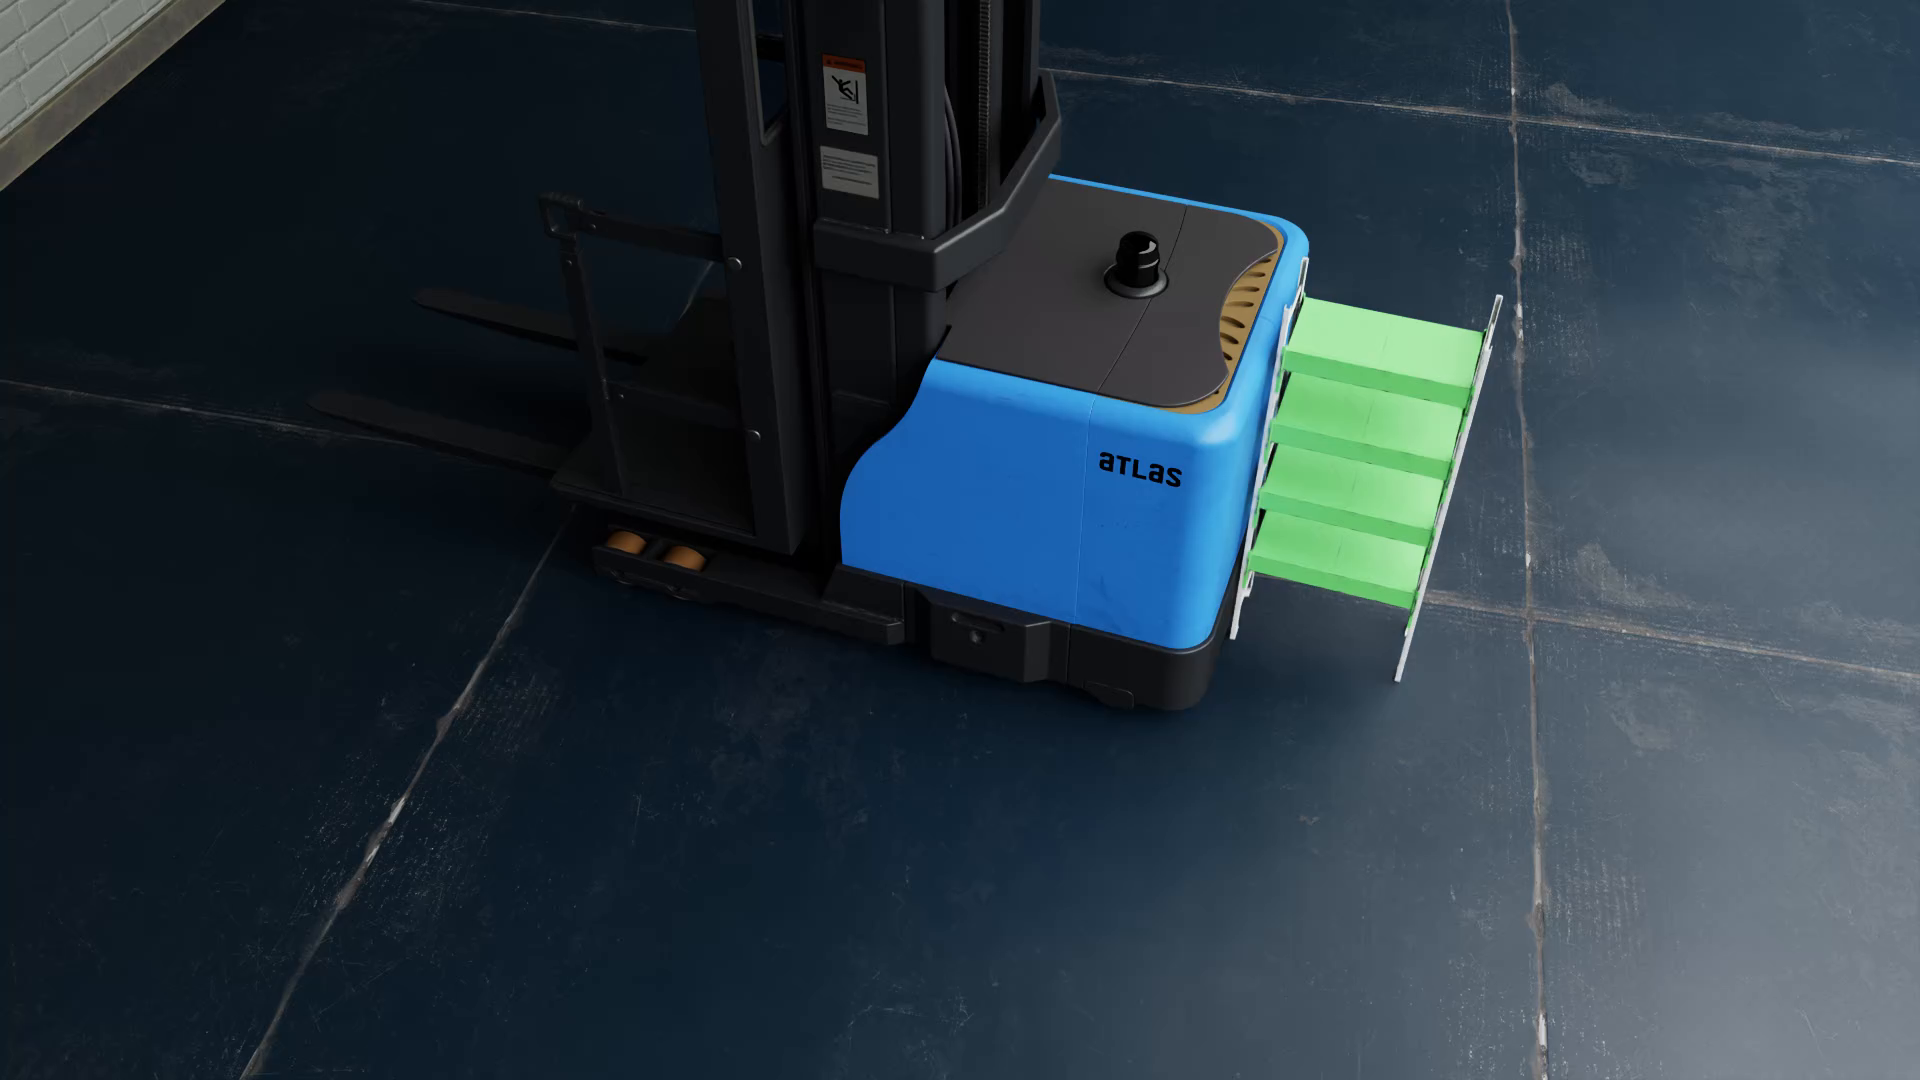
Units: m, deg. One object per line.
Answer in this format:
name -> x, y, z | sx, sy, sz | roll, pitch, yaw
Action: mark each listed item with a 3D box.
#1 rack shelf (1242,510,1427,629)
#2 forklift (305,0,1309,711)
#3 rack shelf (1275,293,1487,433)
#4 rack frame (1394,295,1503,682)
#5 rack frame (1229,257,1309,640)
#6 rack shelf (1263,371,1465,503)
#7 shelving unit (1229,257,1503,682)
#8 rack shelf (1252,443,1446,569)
rack shelf -> 1.079, 0.061, 4.760 | 0.480, 0.148, 0.258 | 14, 46, 14
forklift -> -0.589, -1.203, 4.386 | 3.031, 2.935, 1.130 | 14, 46, 14
rack shelf -> 1.079, -0.458, 4.260 | 0.480, 0.148, 0.258 | 14, 46, 14
rack frame -> 1.308, -0.101, 4.489 | 0.015, 1.200, 0.240 | 14, 46, 14
rack frame -> 0.849, -0.215, 4.608 | 0.015, 1.200, 0.240 | 14, 46, 14
rack shelf -> 1.079, -0.285, 4.427 | 0.480, 0.148, 0.258 | 14, 46, 14
shelving unit -> 1.079, -0.158, 4.549 | 0.503, 1.200, 0.258 | 14, 46, 14
rack shelf -> 1.079, -0.112, 4.593 | 0.480, 0.148, 0.258 | 14, 46, 14
